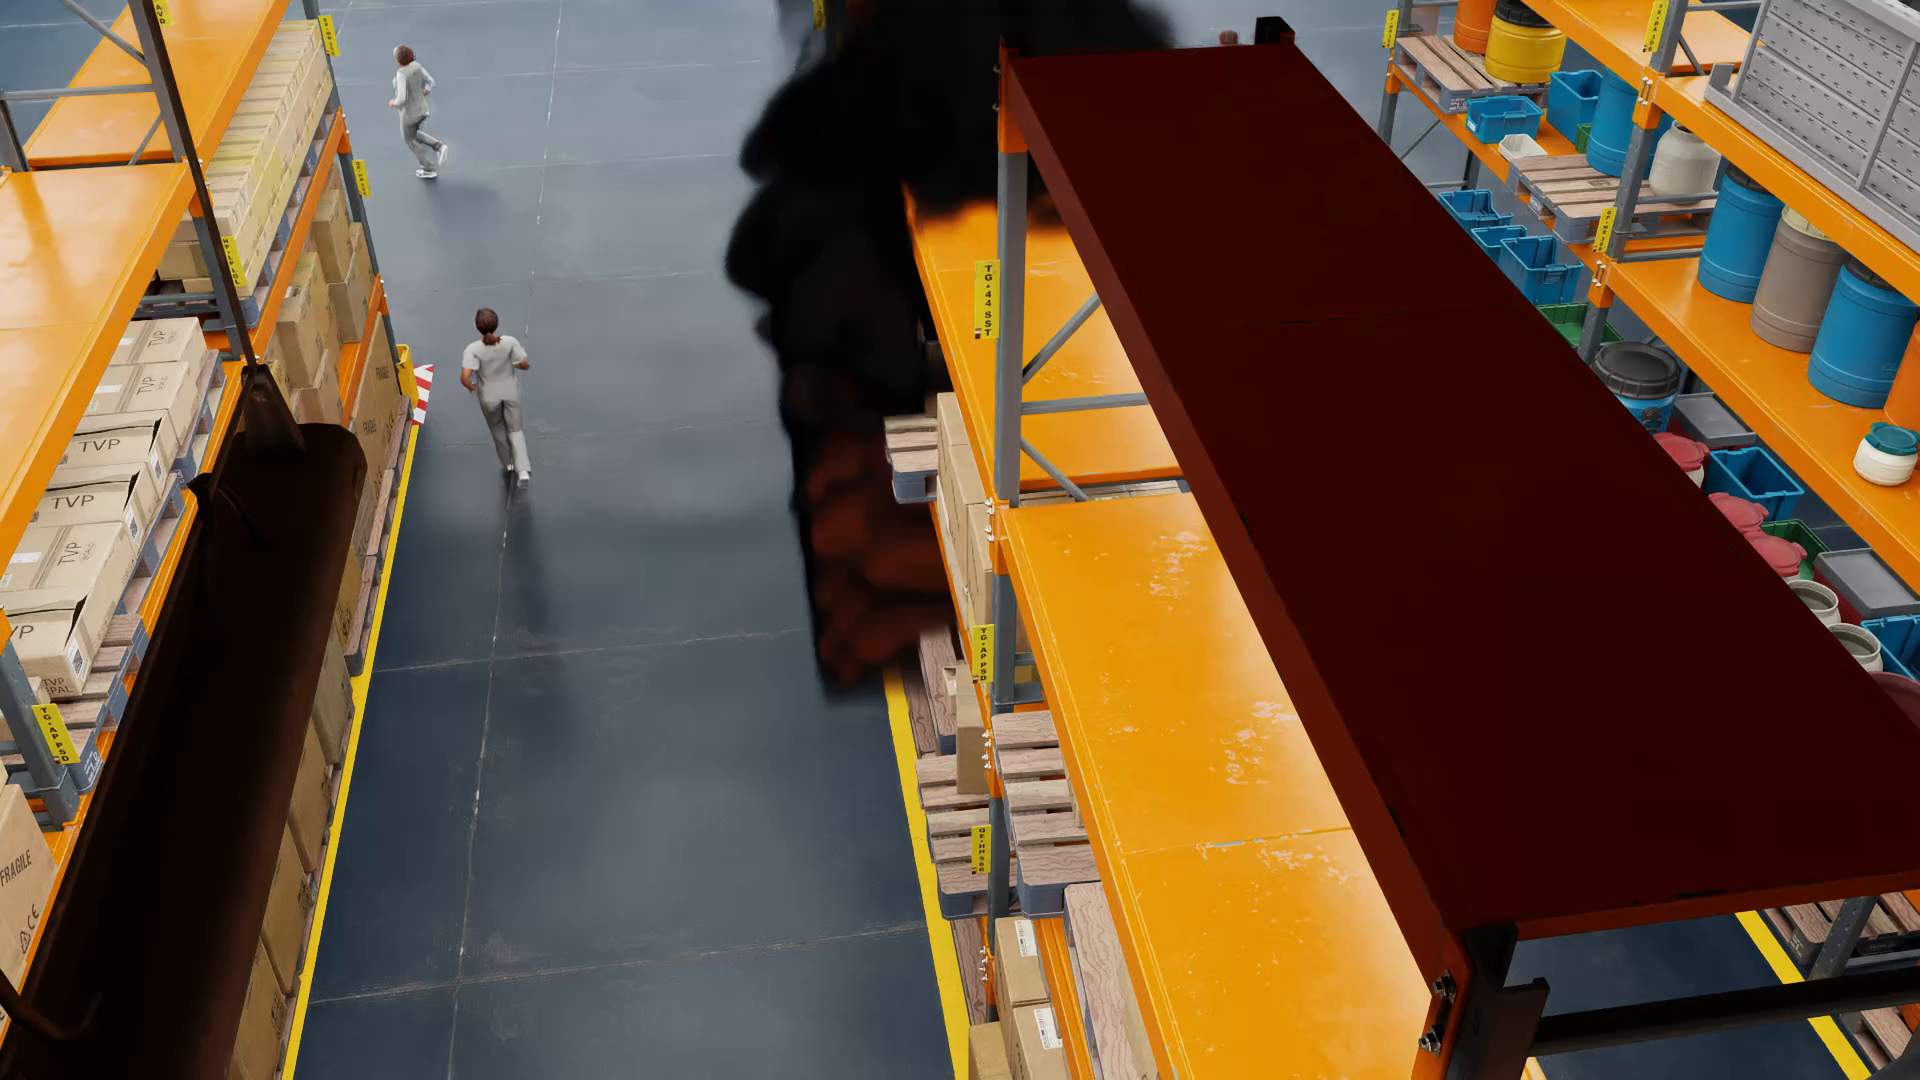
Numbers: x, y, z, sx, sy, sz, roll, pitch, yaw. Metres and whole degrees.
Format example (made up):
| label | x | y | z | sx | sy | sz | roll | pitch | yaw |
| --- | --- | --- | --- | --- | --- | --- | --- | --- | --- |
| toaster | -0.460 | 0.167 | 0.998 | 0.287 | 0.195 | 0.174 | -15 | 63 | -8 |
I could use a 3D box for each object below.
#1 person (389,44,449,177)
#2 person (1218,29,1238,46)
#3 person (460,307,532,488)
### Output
| label | x | y | z | sx | sy | sz | roll | pitch | yaw |
| --- | --- | --- | --- | --- | --- | --- | --- | --- | --- |
| person | -6.125 | -4.812 | 18.705 | 0.545 | 1.555 | 0.536 | 13 | 38 | 17 |
| person | 3.084 | -5.041 | 19.018 | 0.610 | 1.573 | 0.554 | 14 | 38 | 18 |
| person | -3.761 | -1.143 | 13.614 | 0.568 | 1.672 | 0.922 | -13 | 38 | -17 |
